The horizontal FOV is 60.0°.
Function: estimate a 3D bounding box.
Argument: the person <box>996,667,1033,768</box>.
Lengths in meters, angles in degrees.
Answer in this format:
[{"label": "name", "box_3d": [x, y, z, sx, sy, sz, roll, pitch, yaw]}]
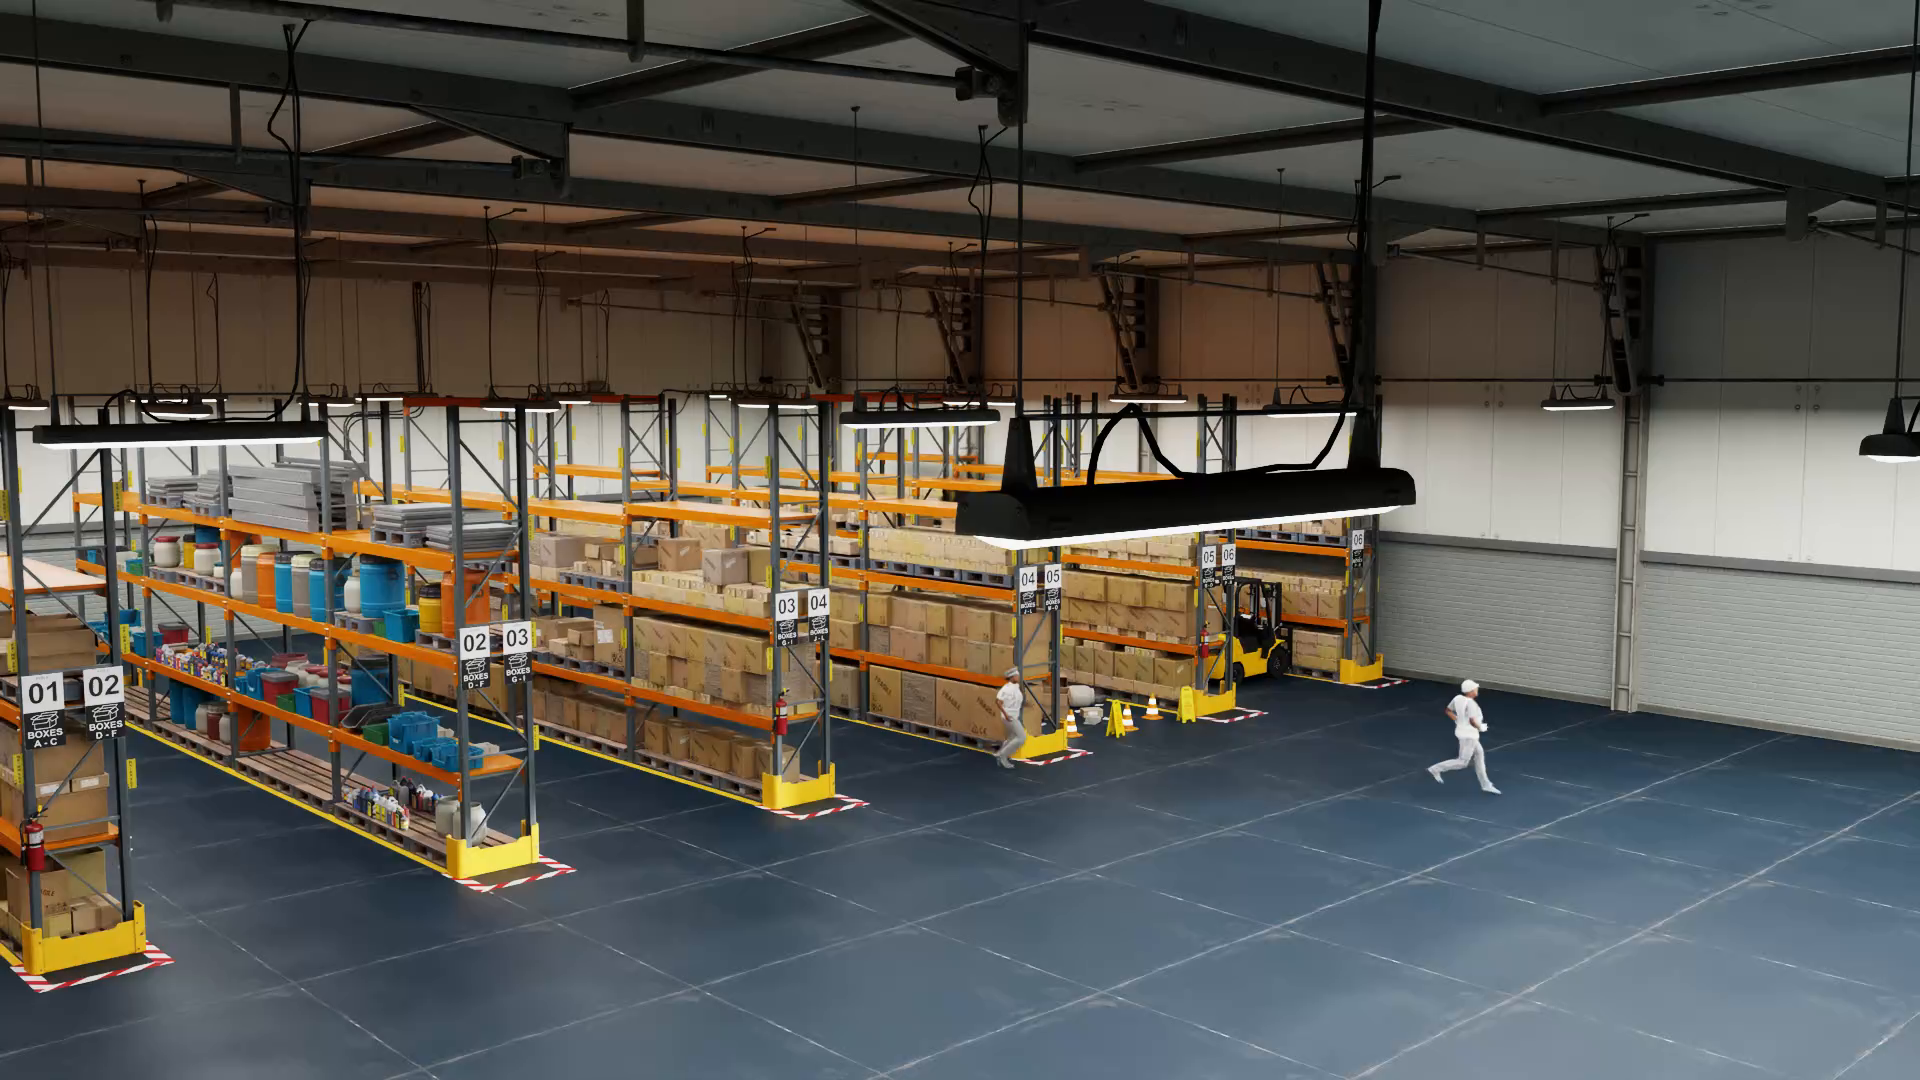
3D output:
[{"label": "person", "box_3d": [0.889, 2.882, 27.060, 0.591, 1.667, 0.559, 1, 6, 15]}]

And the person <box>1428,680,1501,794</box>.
[{"label": "person", "box_3d": [7.725, 3.015, 25.343, 1.121, 1.776, 0.649, 0, 6, 3]}]
